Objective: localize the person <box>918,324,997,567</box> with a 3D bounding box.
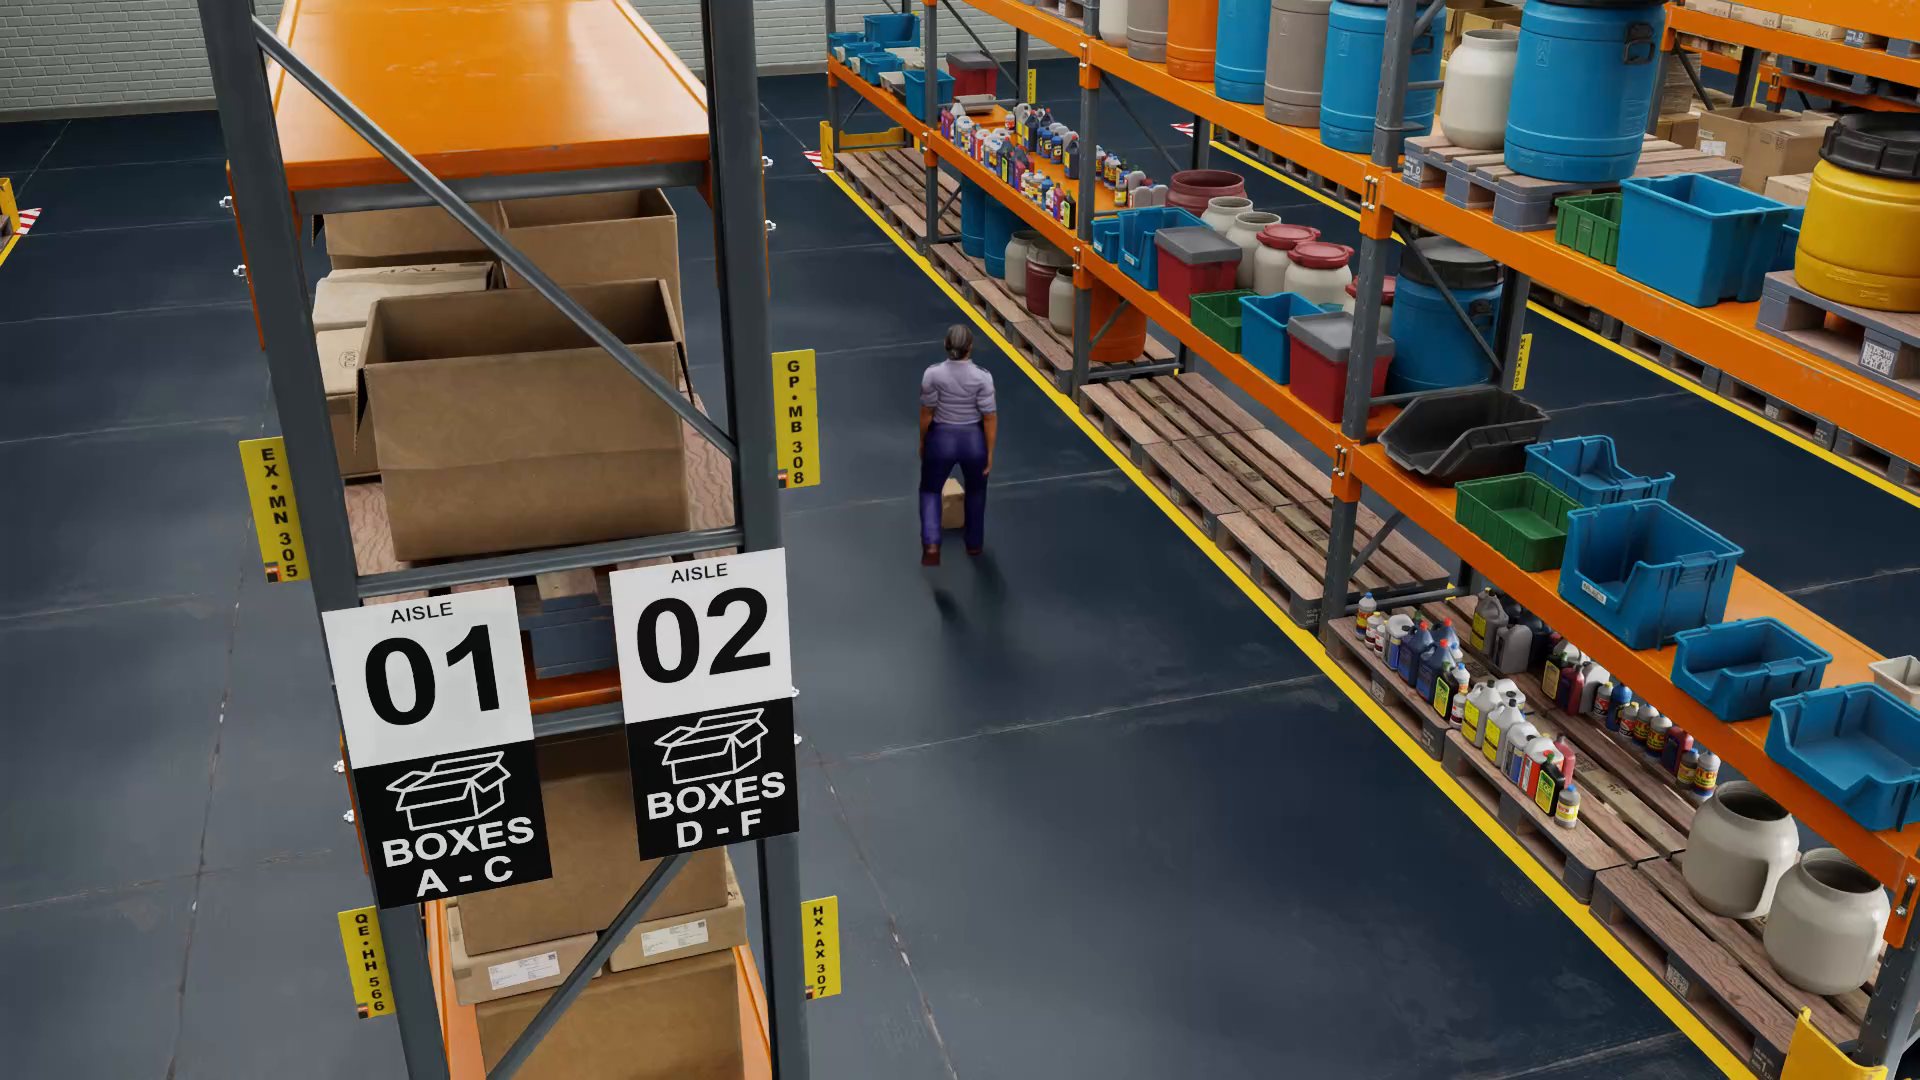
[{"bbox_3d":[-0.017,-0.596,10.289,0.489,1.617,0.738,0,26,0],"label":"person"}]
